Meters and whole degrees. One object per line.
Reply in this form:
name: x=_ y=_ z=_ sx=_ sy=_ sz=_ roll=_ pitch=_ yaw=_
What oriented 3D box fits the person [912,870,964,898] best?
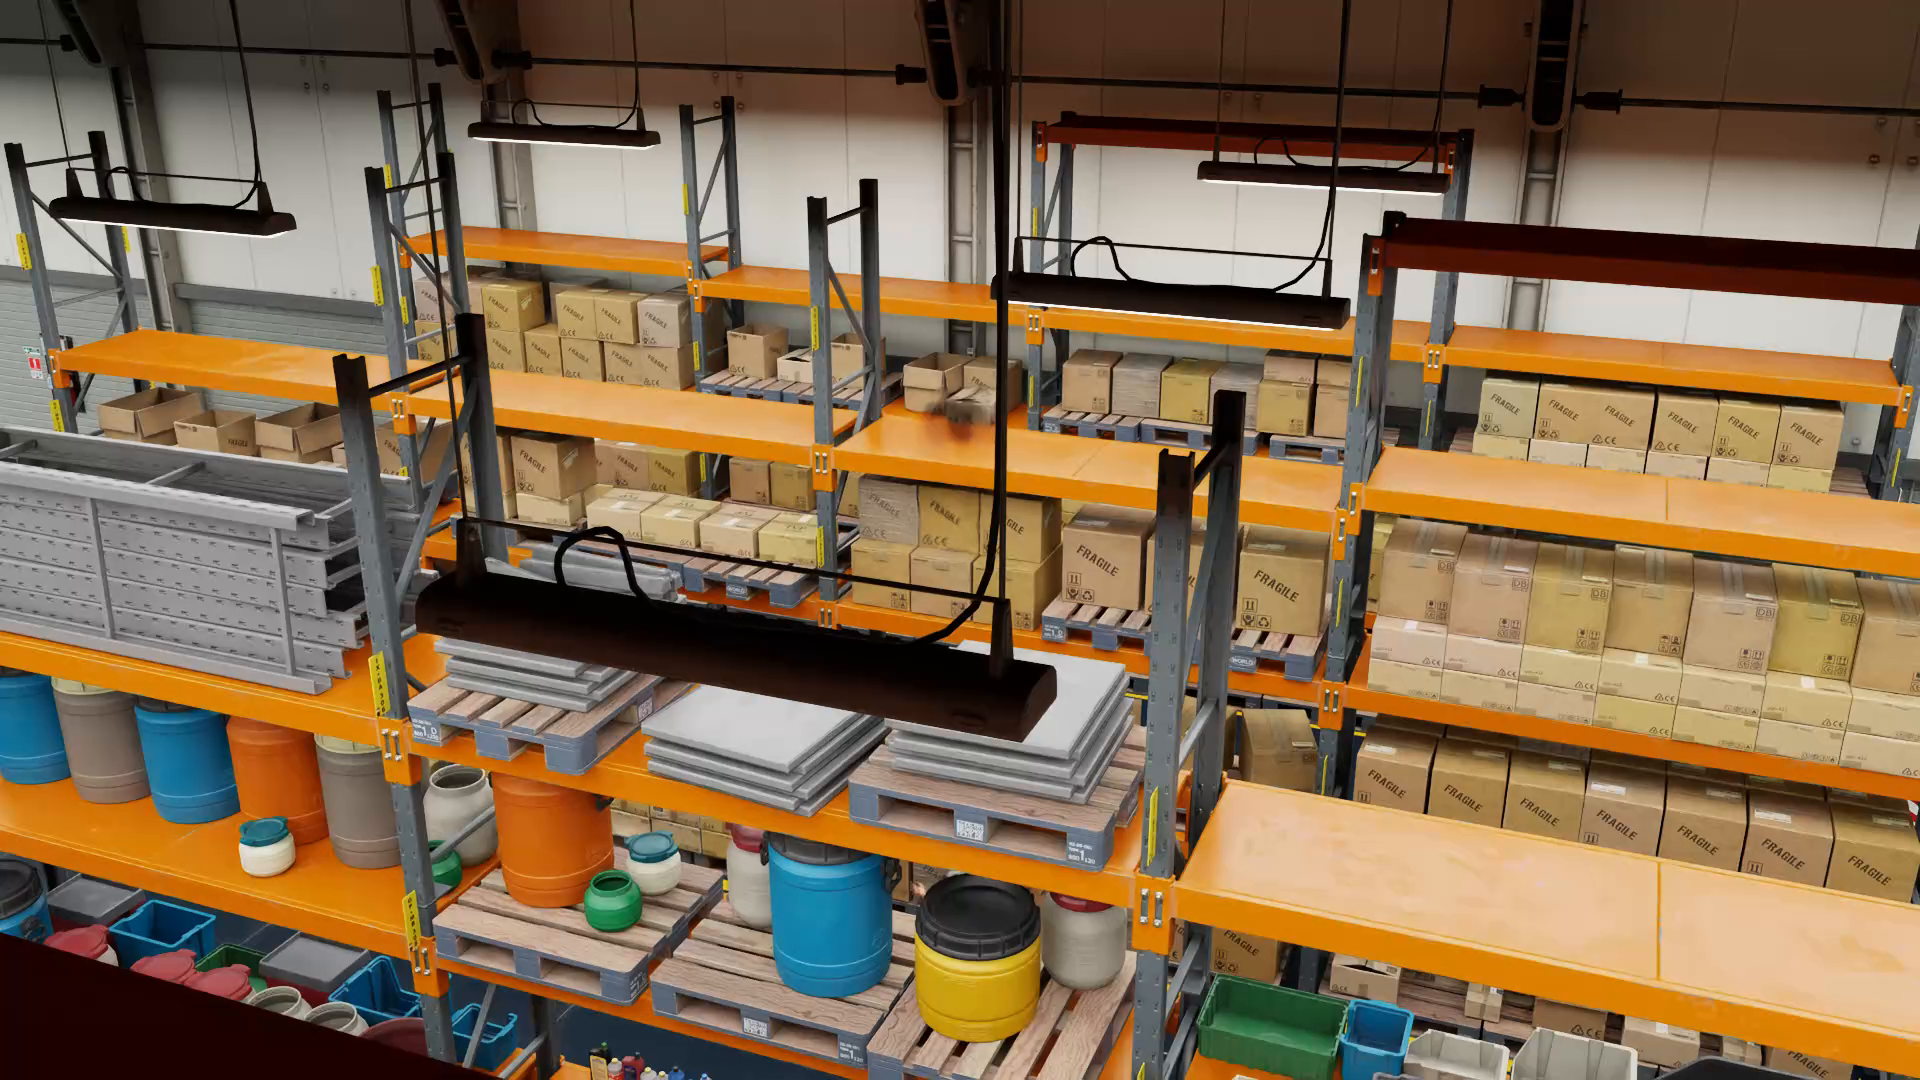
person: x=0.020 y=2.882 z=12.604 sx=0.973 sy=1.623 sz=0.483 roll=8 pitch=22 yaw=20
